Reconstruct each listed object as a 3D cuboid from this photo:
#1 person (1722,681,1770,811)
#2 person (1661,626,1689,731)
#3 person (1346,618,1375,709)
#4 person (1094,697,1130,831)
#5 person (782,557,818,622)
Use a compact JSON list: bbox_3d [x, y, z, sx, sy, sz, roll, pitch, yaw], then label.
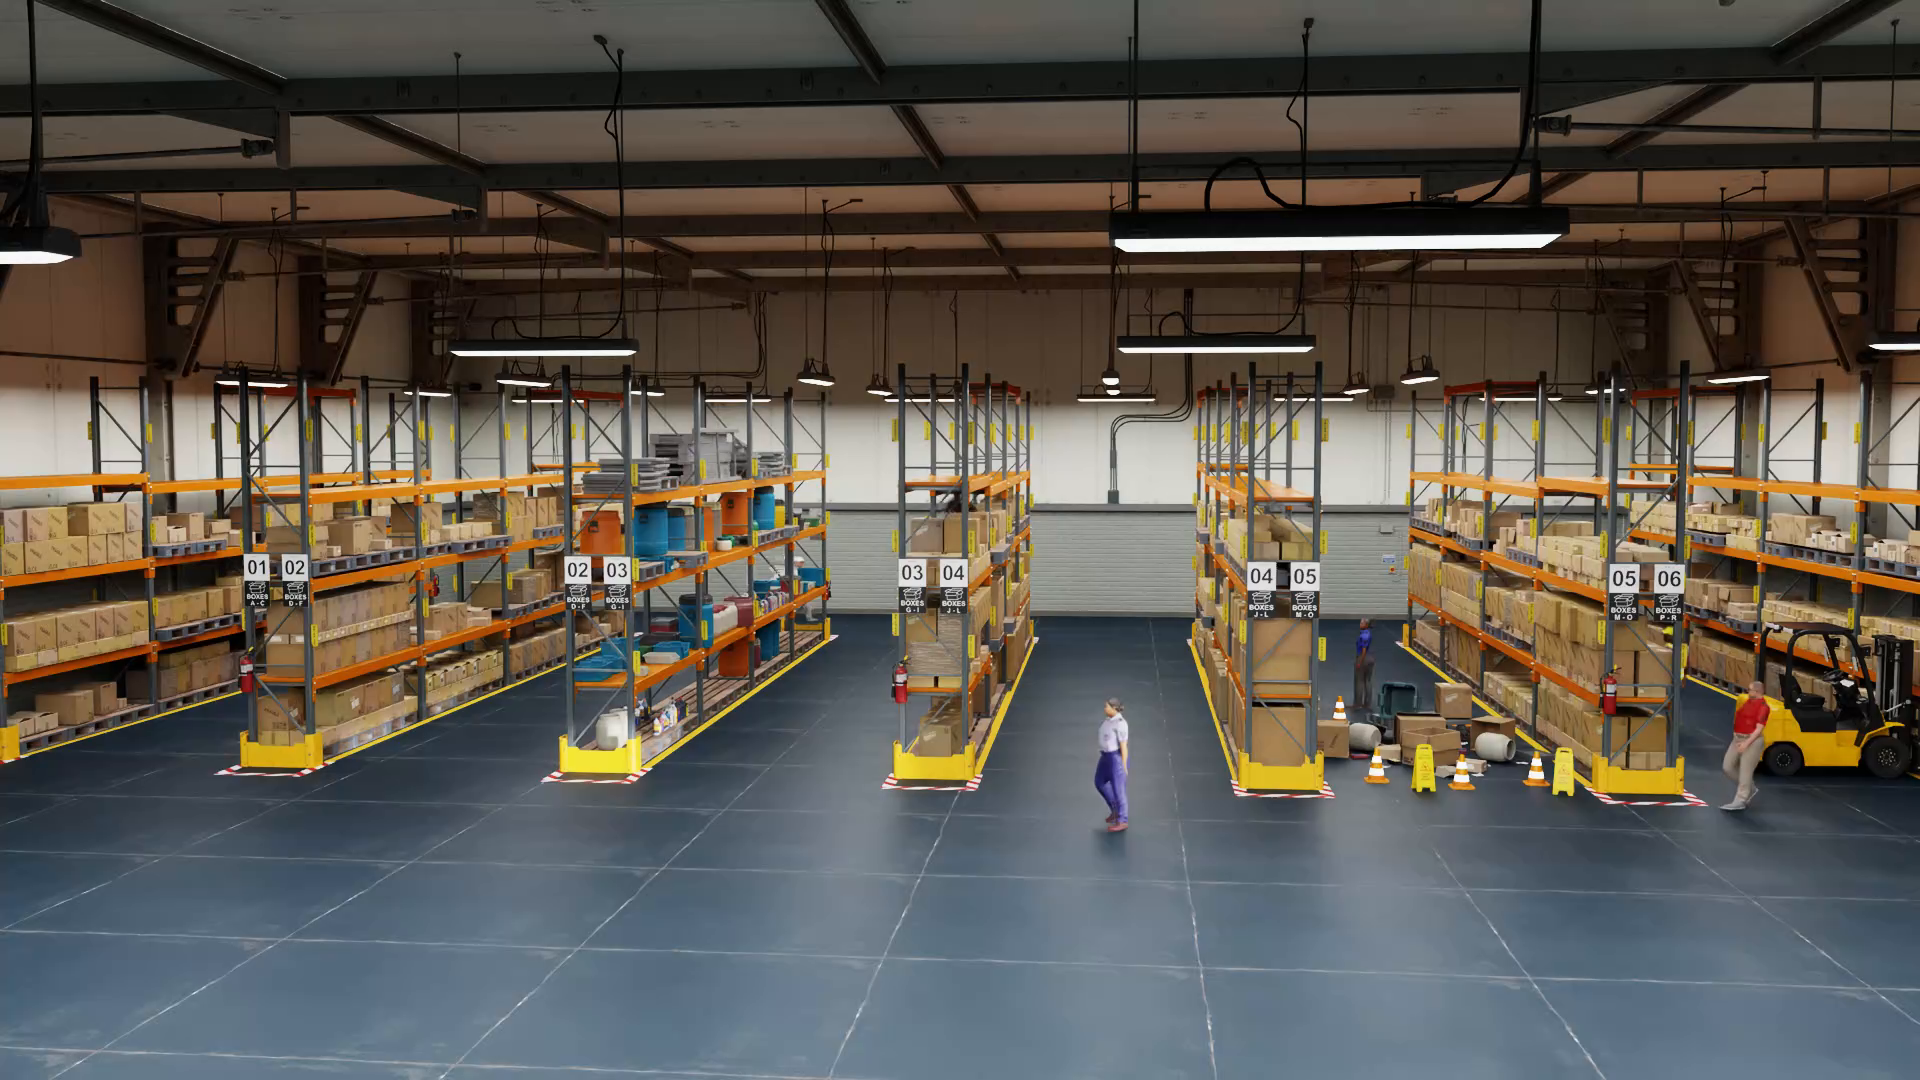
[{"bbox_3d":[10.413,2.729,22.131,0.605,1.714,0.608,-1,4,-14],"label":"person"},{"bbox_3d":[11.885,2.330,27.870,0.654,1.798,0.693,0,4,1],"label":"person"},{"bbox_3d":[7.317,2.244,30.300,0.394,1.662,0.522,3,5,41],"label":"person"},{"bbox_3d":[1.965,2.818,21.096,0.411,1.670,0.585,-1,4,-19],"label":"person"},{"bbox_3d":[-4.248,1.312,44.171,0.967,1.739,0.601,2,4,24],"label":"person"}]
